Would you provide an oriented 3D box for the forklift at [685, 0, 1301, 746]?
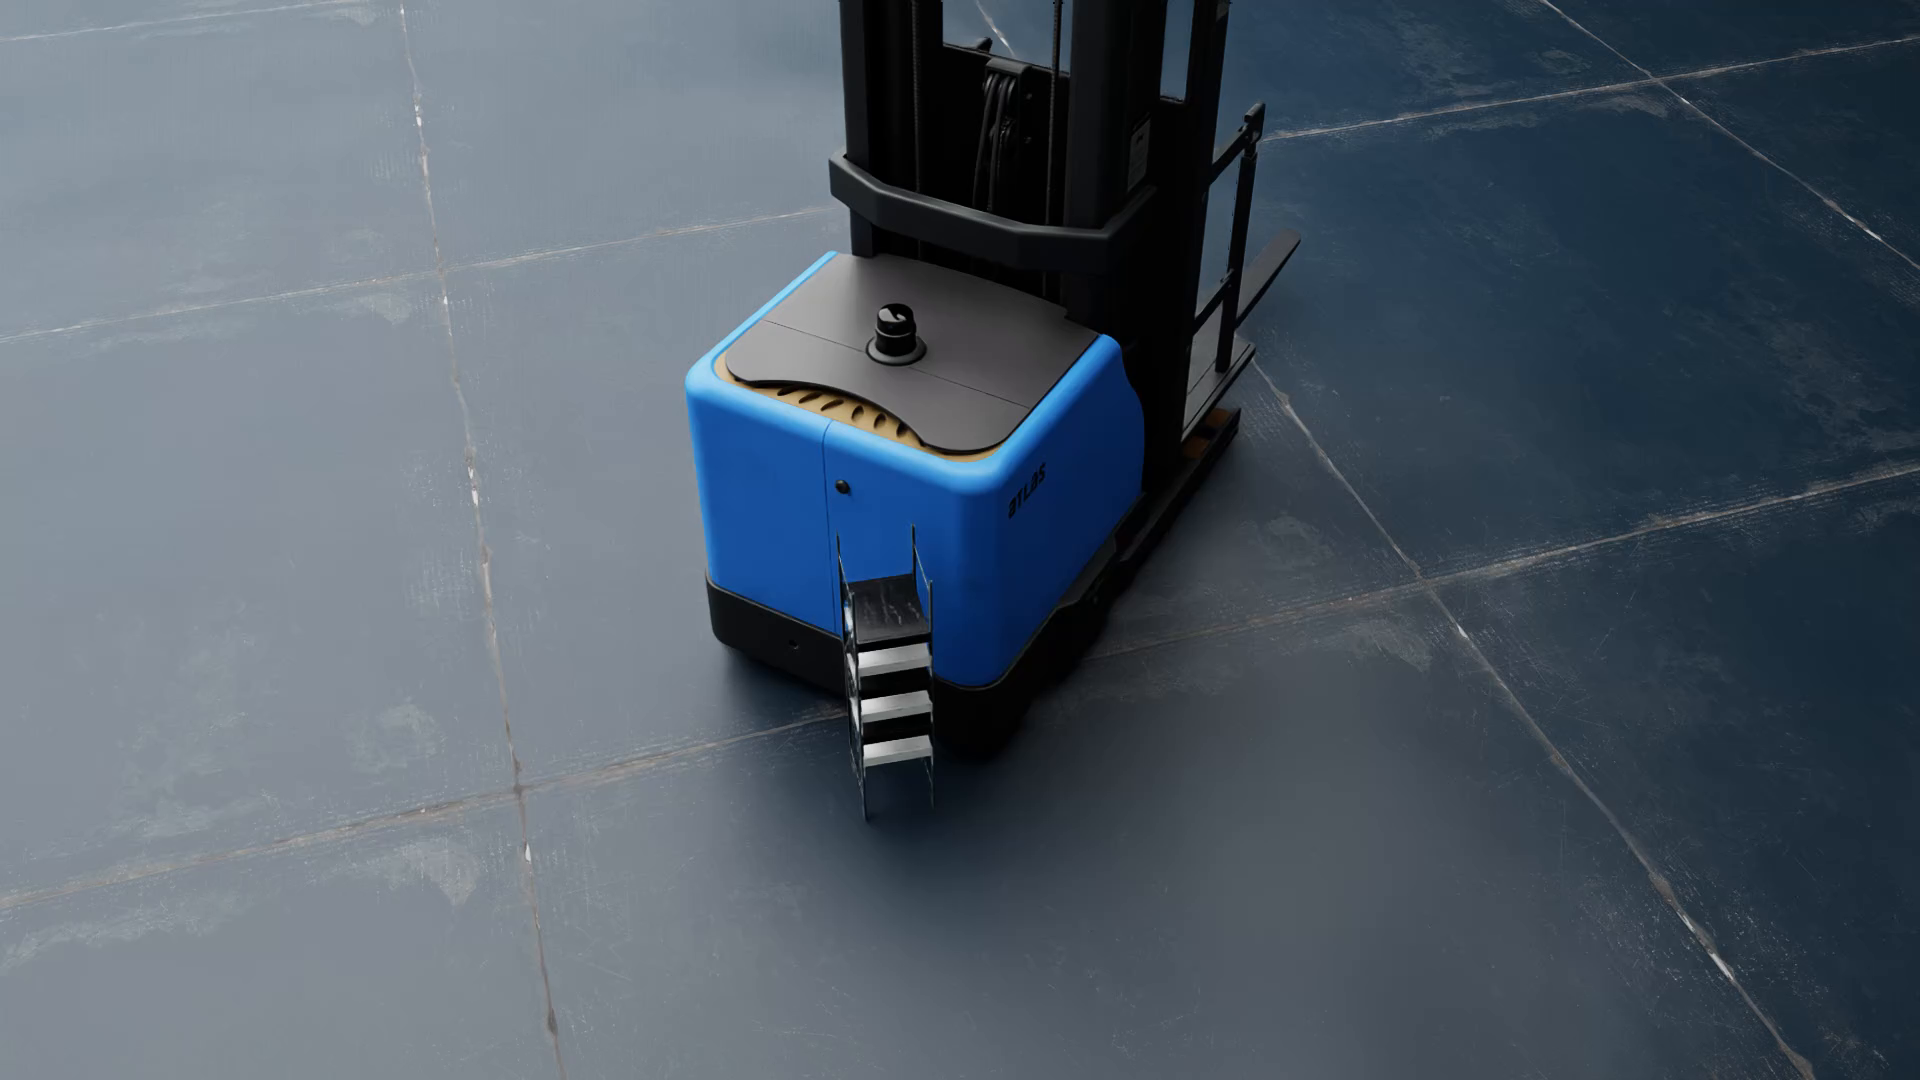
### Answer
[{"bbox_3d":[0.371,-1.448,5.180,1.130,2.935,3.031,20,45,22],"label":"forklift"}]

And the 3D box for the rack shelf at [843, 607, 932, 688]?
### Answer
[{"bbox_3d":[-0.200,0.274,4.529,0.200,0.077,0.258,-9,42,-10],"label":"rack shelf"}]

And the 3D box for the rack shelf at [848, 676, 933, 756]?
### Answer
[{"bbox_3d":[-0.200,0.478,4.707,0.200,0.077,0.258,-9,42,-10],"label":"rack shelf"}]

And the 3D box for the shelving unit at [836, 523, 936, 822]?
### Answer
[{"bbox_3d":[-0.200,0.385,4.626,0.210,0.900,0.258,-9,42,-10],"label":"shelving unit"}]

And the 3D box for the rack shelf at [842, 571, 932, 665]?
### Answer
[{"bbox_3d":[-0.200,0.207,4.470,0.200,0.077,0.258,-9,42,-10],"label":"rack shelf"}]

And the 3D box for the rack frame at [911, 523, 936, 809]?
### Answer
[{"bbox_3d":[-0.101,0.370,4.643,0.006,0.900,0.240,-9,42,-10],"label":"rack frame"}]

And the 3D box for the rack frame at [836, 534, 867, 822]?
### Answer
[{"bbox_3d":[-0.299,0.400,4.608,0.006,0.900,0.240,-9,42,-10],"label":"rack frame"}]

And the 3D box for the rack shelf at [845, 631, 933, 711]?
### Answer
[{"bbox_3d":[-0.200,0.342,4.588,0.200,0.077,0.258,-9,42,-10],"label":"rack shelf"}]

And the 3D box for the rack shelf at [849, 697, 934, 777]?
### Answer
[{"bbox_3d":[-0.200,0.545,4.766,0.200,0.077,0.258,-9,42,-10],"label":"rack shelf"}]

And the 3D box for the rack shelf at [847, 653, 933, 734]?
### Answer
[{"bbox_3d":[-0.200,0.410,4.648,0.200,0.077,0.258,-9,42,-10],"label":"rack shelf"}]
